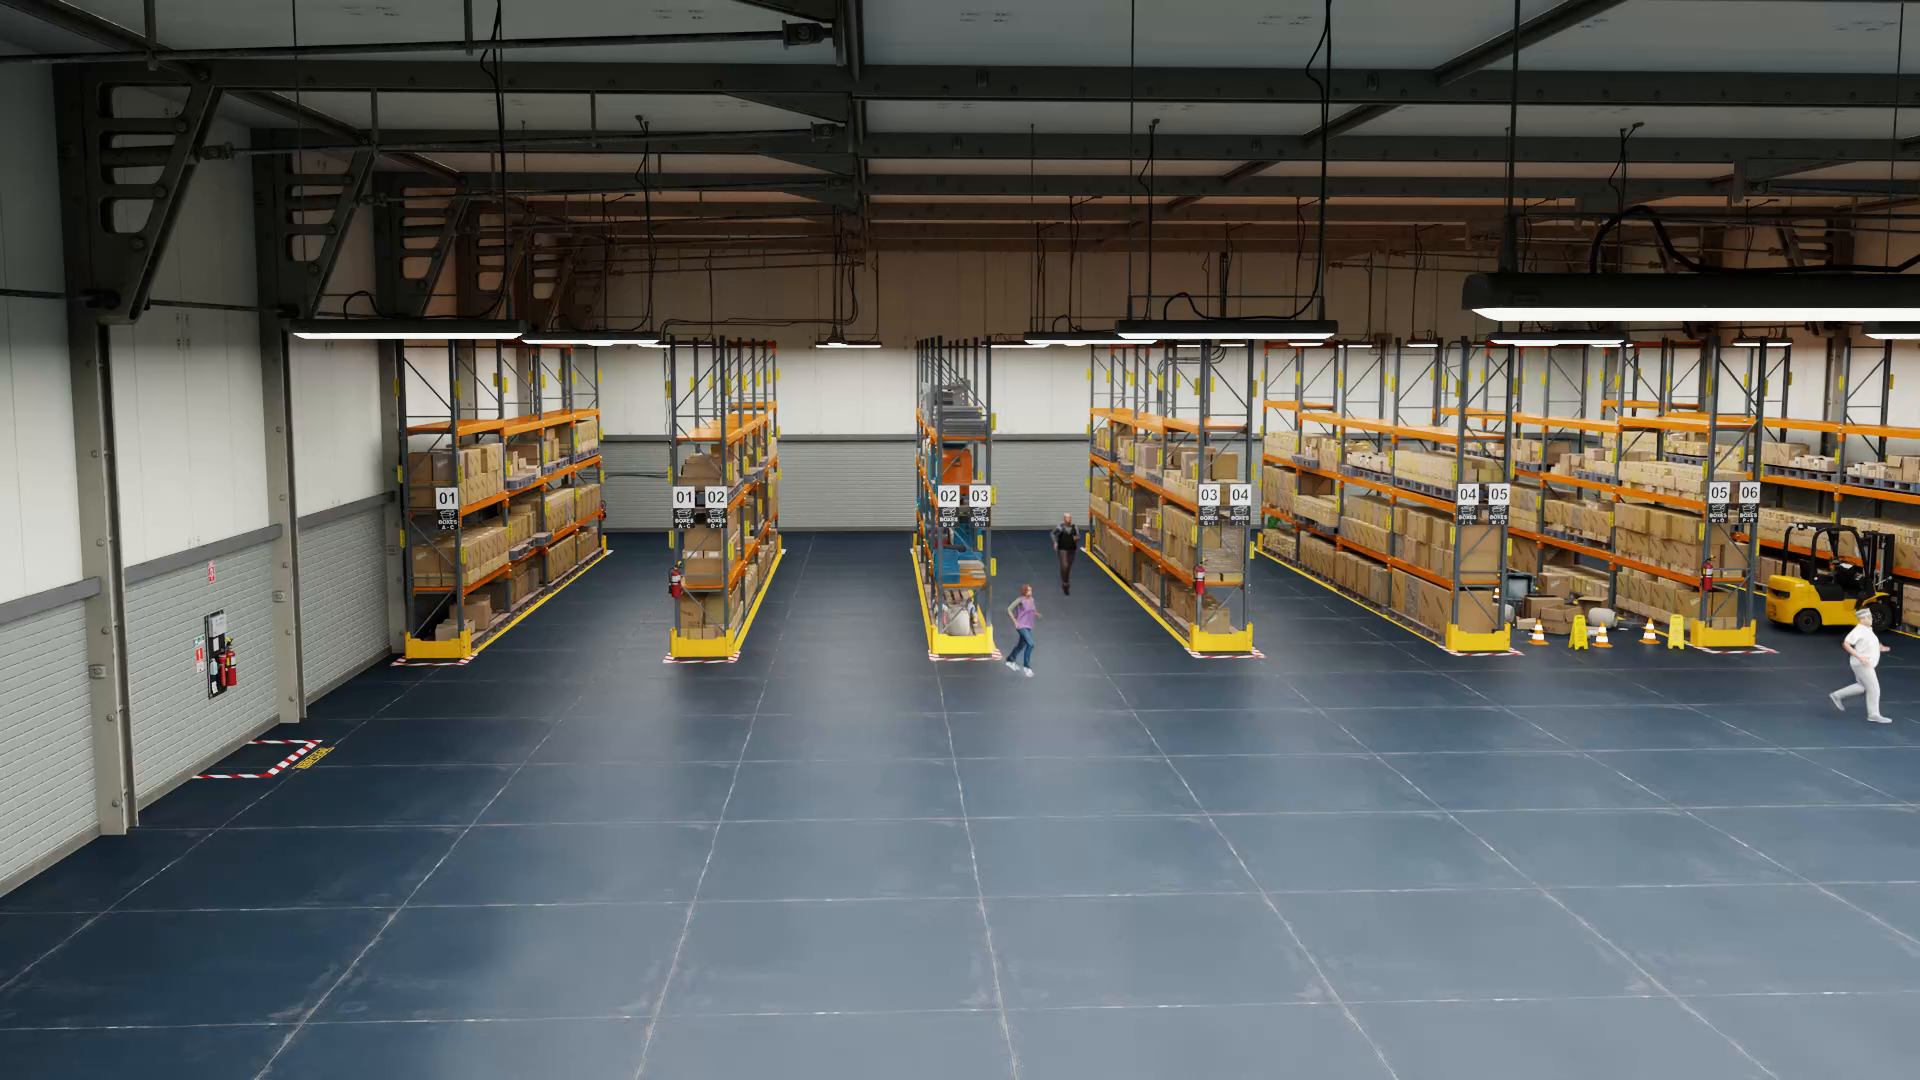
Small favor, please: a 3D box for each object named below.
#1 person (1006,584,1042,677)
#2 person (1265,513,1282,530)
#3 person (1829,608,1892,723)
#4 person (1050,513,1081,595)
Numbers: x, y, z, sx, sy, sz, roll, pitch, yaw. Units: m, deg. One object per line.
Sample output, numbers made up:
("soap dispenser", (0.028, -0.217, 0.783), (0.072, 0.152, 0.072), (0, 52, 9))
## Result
("person", (1.124, 1.584, 29.506), (0.724, 1.639, 0.530), (4, 8, 34))
("person", (9.360, -0.736, 49.295), (0.615, 1.725, 0.675), (-2, 7, -17))
("person", (14.007, 1.914, 25.817), (0.921, 1.752, 0.674), (6, 9, 41))
("person", (2.435, 0.308, 37.783), (0.625, 1.832, 0.736), (-2, 7, -20))
